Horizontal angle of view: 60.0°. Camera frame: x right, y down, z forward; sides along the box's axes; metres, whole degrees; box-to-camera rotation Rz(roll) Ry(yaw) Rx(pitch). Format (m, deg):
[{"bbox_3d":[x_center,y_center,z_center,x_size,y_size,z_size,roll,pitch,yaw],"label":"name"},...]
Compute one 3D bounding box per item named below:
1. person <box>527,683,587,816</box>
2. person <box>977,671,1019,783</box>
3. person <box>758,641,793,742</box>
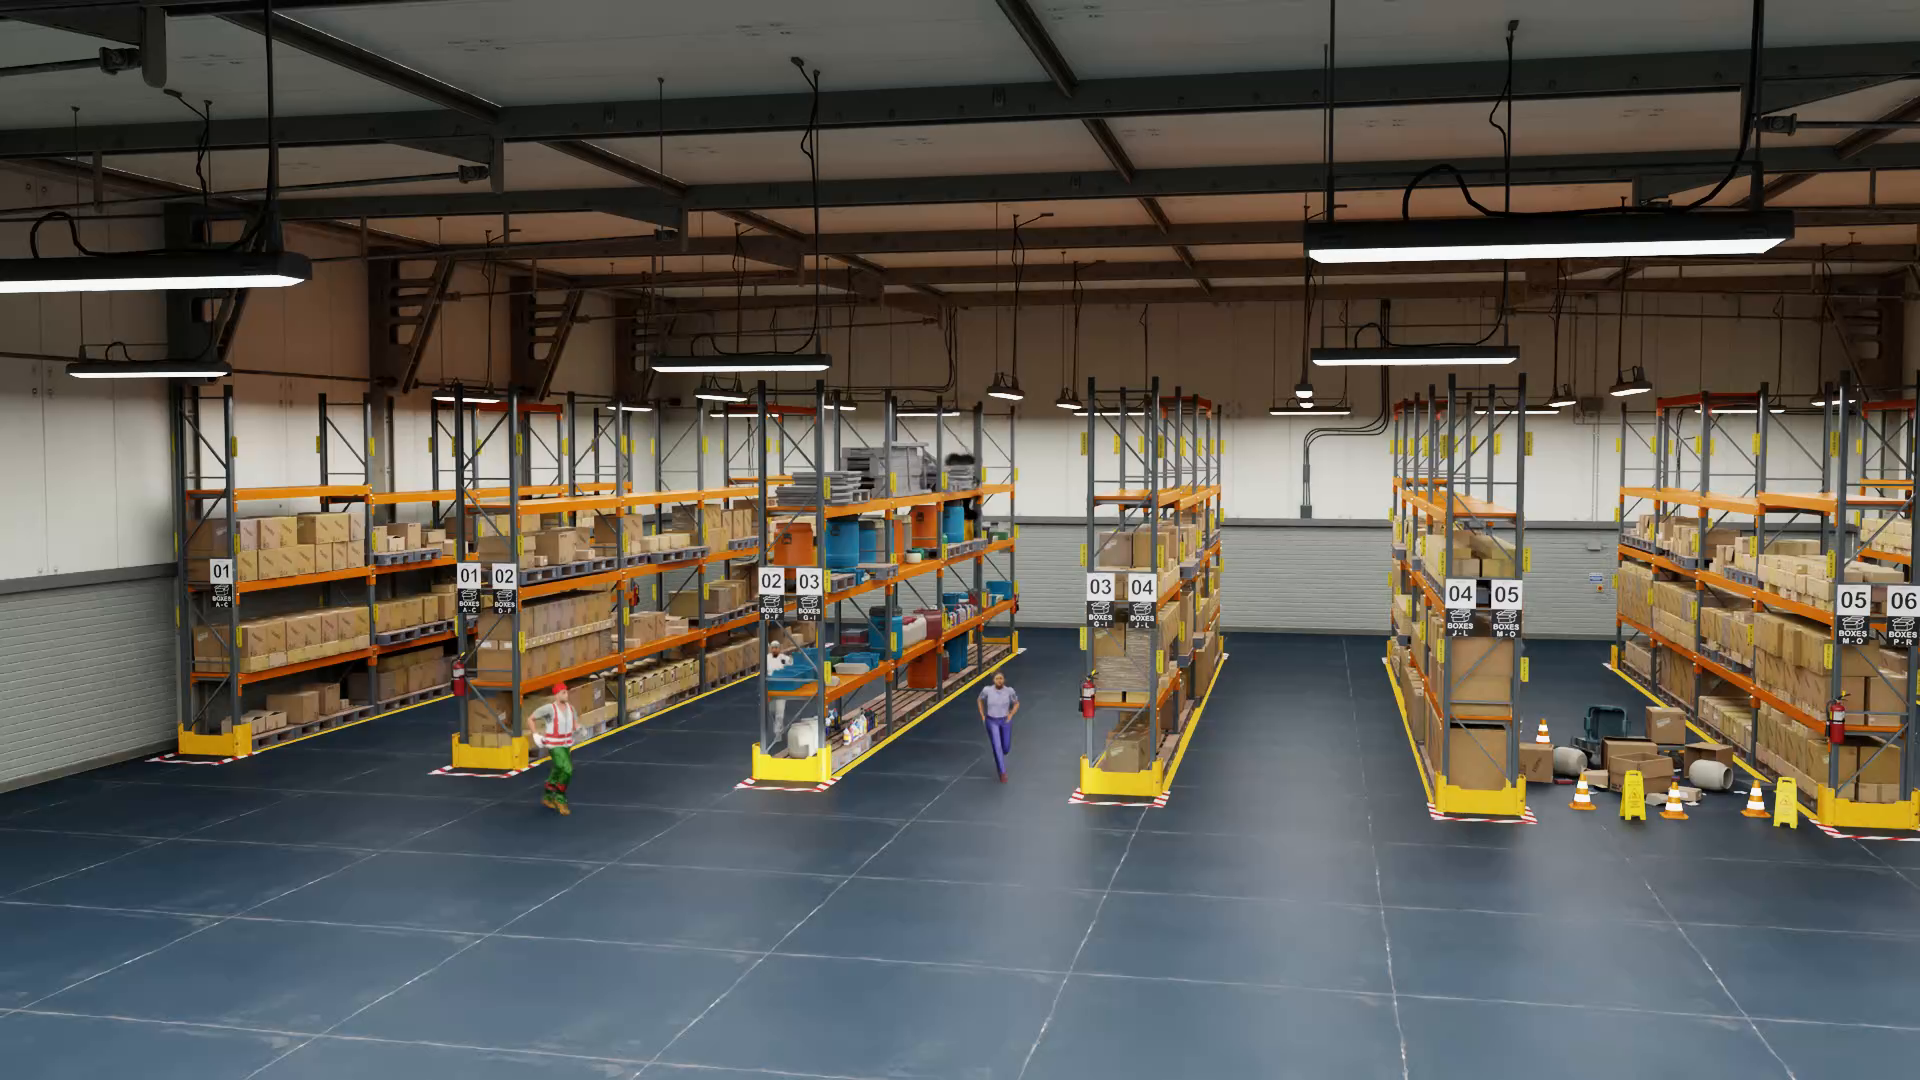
[{"bbox_3d":[-5.468,2.841,22.633,0.819,1.800,0.690,2,4,32],"label":"person"},{"bbox_3d":[0.585,2.793,25.176,0.630,1.644,0.895,0,3,-6],"label":"person"},{"bbox_3d":[-3.166,2.560,28.565,0.610,1.675,0.937,0,3,4],"label":"person"}]
